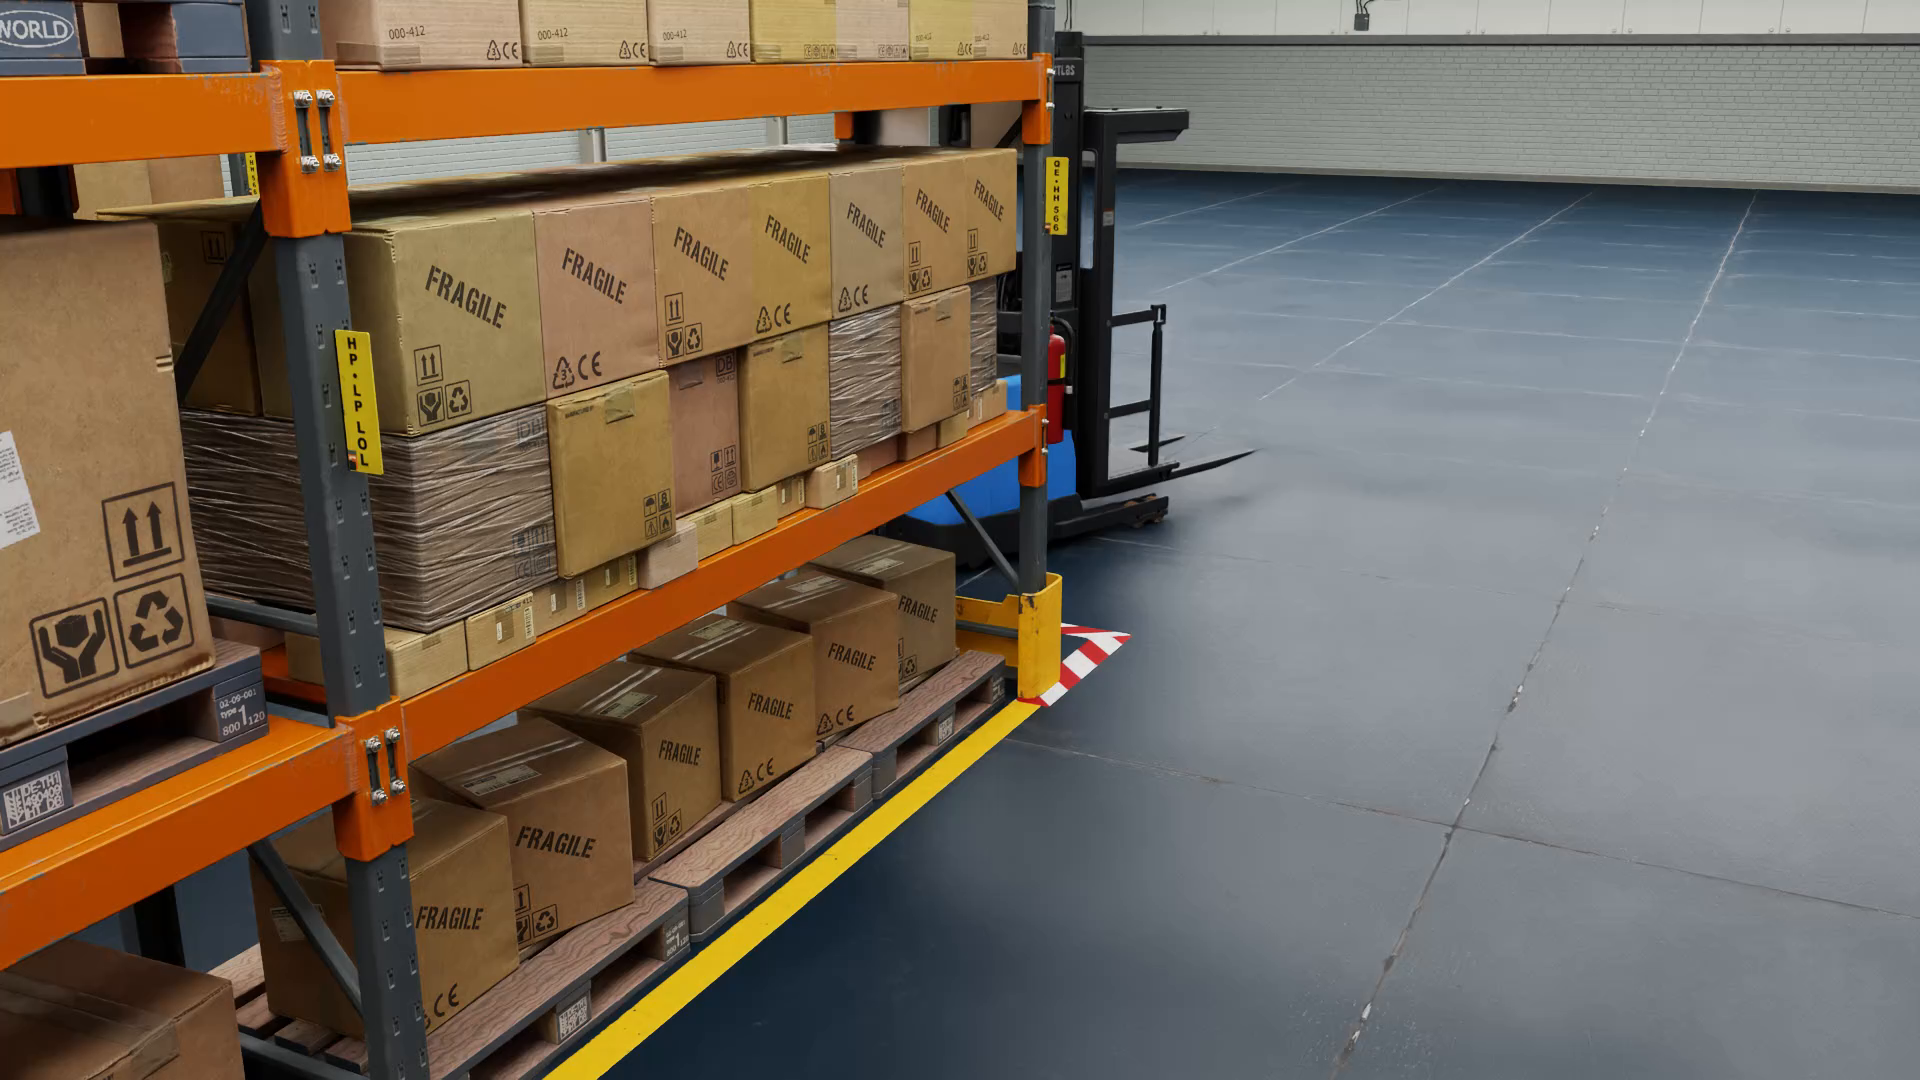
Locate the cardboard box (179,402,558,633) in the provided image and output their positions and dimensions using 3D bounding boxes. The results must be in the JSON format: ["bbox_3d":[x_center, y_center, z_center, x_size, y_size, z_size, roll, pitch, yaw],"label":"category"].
[{"bbox_3d":[-1.603,-0.123,4.472,0.875,0.500,0.500,8,18,25],"label":"cardboard box"}]

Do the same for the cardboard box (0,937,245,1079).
[{"bbox_3d":[-2.153,1.315,3.945,0.700,0.500,0.500,7,18,21],"label":"cardboard box"}]

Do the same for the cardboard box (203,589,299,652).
[{"bbox_3d":[-2.027,0.203,4.515,0.380,0.149,0.250,8,18,25],"label":"cardboard box"}]

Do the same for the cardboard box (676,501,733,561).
[{"bbox_3d":[-0.958,-0.043,5.343,0.380,0.149,0.250,8,18,25],"label":"cardboard box"}]

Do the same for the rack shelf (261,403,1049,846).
[{"bbox_3d":[-0.966,0.010,5.987,1.077,0.370,4.000,8,18,25],"label":"rack shelf"}]

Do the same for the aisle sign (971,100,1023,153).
[{"bbox_3d":[0.224,-2.068,7.154,0.394,0.787,0.004,8,18,25],"label":"aisle sign"}]

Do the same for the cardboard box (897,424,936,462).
[{"bbox_3d":[-0.318,-0.430,6.644,0.380,0.149,0.250,8,18,25],"label":"cardboard box"}]

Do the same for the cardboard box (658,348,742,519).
[{"bbox_3d":[-1.215,-0.386,5.358,0.875,0.500,0.500,8,18,25],"label":"cardboard box"}]

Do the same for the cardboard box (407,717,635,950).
[{"bbox_3d":[-1.396,0.928,5.286,0.500,0.500,0.500,16,23,43],"label":"cardboard box"}]

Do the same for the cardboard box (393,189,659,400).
[{"bbox_3d":[-1.209,-0.705,4.677,0.500,0.500,0.500,8,18,25],"label":"cardboard box"}]

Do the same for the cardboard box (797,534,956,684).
[{"bbox_3d":[-0.366,0.309,7.367,0.500,0.500,0.500,12,20,36],"label":"cardboard box"}]

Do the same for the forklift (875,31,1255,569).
[{"bbox_3d":[0.668,-1.576,10.181,3.031,2.935,1.130,-15,22,-41],"label":"forklift"}]

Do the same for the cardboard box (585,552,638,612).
[{"bbox_3d":[-1.181,0.084,4.914,0.380,0.149,0.250,8,18,25],"label":"cardboard box"}]

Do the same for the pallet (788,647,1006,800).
[{"bbox_3d":[-0.501,0.714,7.250,1.003,0.211,1.213,8,18,25],"label":"pallet"}]

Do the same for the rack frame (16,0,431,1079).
[{"bbox_3d":[-1.860,0.174,4.169,1.000,3.000,0.127,8,18,25],"label":"rack frame"}]

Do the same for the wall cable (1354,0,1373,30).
[{"bbox_3d":[9.893,-14.191,36.026,2.305,6.003,0.169,8,18,25],"label":"wall cable"}]

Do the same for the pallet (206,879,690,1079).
[{"bbox_3d":[-1.591,1.335,5.157,1.003,0.211,1.213,8,18,25],"label":"pallet"}]

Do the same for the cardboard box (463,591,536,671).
[{"bbox_3d":[-1.371,0.216,4.469,0.380,0.149,0.250,8,18,25],"label":"cardboard box"}]

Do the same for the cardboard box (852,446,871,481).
[{"bbox_3d":[-0.559,-0.305,6.223,0.380,0.149,0.250,8,18,25],"label":"cardboard box"}]

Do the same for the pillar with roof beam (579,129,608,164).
[{"bbox_3d":[-2.603,-9.586,26.495,9.100,9.000,0.400,8,18,25],"label":"pillar with roof beam"}]

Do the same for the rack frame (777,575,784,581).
[{"bbox_3d":[-1.106,-0.484,9.020,0.023,1.500,0.400,-15,22,-41],"label":"rack frame"}]

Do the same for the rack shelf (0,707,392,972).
[{"bbox_3d":[-2.753,1.029,2.556,1.077,0.370,4.000,8,18,25],"label":"rack shelf"}]

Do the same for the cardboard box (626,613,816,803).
[{"bbox_3d":[-0.899,0.623,6.311,0.500,0.500,0.500,10,19,30],"label":"cardboard box"}]

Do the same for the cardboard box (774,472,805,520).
[{"bbox_3d":[-0.765,-0.175,5.786,0.380,0.149,0.250,8,18,25],"label":"cardboard box"}]

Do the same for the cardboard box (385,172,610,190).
[{"bbox_3d":[-1.458,-0.900,5.332,0.500,0.500,0.500,8,18,25],"label":"cardboard box"}]

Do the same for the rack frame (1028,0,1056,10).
[{"bbox_3d":[-0.072,-3.720,6.745,1.000,3.000,0.127,8,18,25],"label":"rack frame"}]

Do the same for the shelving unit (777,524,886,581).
[{"bbox_3d":[-0.838,-0.555,9.259,0.755,1.500,0.431,-15,22,-41],"label":"shelving unit"}]

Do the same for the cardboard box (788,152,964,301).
[{"bbox_3d":[-0.315,-1.215,6.392,0.500,0.500,0.500,8,18,25],"label":"cardboard box"}]

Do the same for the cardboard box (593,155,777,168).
[{"bbox_3d":[-1.014,-1.155,6.190,0.500,0.500,0.500,8,18,25],"label":"cardboard box"}]

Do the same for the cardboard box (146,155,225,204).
[{"bbox_3d":[-4.665,-2.001,9.334,0.875,0.550,0.550,8,18,25],"label":"cardboard box"}]

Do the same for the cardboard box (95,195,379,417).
[{"bbox_3d":[-1.905,-0.645,4.474,0.500,0.500,0.500,8,18,25],"label":"cardboard box"}]

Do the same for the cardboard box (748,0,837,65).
[{"bbox_3d":[-0.738,-1.670,5.373,0.500,0.250,0.500,8,18,24],"label":"cardboard box"}]

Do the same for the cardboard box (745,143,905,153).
[{"bbox_3d":[-0.562,-1.409,7.046,0.500,0.500,0.500,8,18,25],"label":"cardboard box"}]

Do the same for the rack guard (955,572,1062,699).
[{"bbox_3d":[-0.106,0.373,7.890,1.175,0.500,0.348,8,18,25],"label":"rack guard"}]

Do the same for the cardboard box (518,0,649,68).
[{"bbox_3d":[-1.198,-1.409,4.496,0.500,0.250,0.500,8,18,25],"label":"cardboard box"}]

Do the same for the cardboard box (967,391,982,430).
[{"bbox_3d":[-0.127,-0.562,7.088,0.380,0.149,0.250,8,18,25],"label":"cardboard box"}]

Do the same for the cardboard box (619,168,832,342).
[{"bbox_3d":[-0.772,-0.961,5.539,0.500,0.500,0.500,8,18,25],"label":"cardboard box"}]

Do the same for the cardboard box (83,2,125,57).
[{"bbox_3d":[-1.890,-1.341,4.266,0.500,0.250,0.500,9,19,27],"label":"cardboard box"}]

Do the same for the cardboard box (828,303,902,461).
[{"bbox_3d":[-0.721,-0.634,6.193,0.875,0.500,0.500,8,18,25],"label":"cardboard box"}]

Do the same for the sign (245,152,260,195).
[{"bbox_3d":[-3.985,-2.097,9.368,0.100,0.325,0.005,8,18,25],"label":"sign"}]

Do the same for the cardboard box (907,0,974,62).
[{"bbox_3d":[-0.281,-1.928,6.242,0.500,0.250,0.500,8,18,26],"label":"cardboard box"}]

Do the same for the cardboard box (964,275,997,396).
[{"bbox_3d":[-0.343,-0.898,7.083,0.875,0.500,0.500,8,18,25],"label":"cardboard box"}]

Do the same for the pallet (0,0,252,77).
[{"bbox_3d":[-2.231,-1.030,3.285,1.213,0.211,1.003,8,18,25],"label":"pallet"}]
